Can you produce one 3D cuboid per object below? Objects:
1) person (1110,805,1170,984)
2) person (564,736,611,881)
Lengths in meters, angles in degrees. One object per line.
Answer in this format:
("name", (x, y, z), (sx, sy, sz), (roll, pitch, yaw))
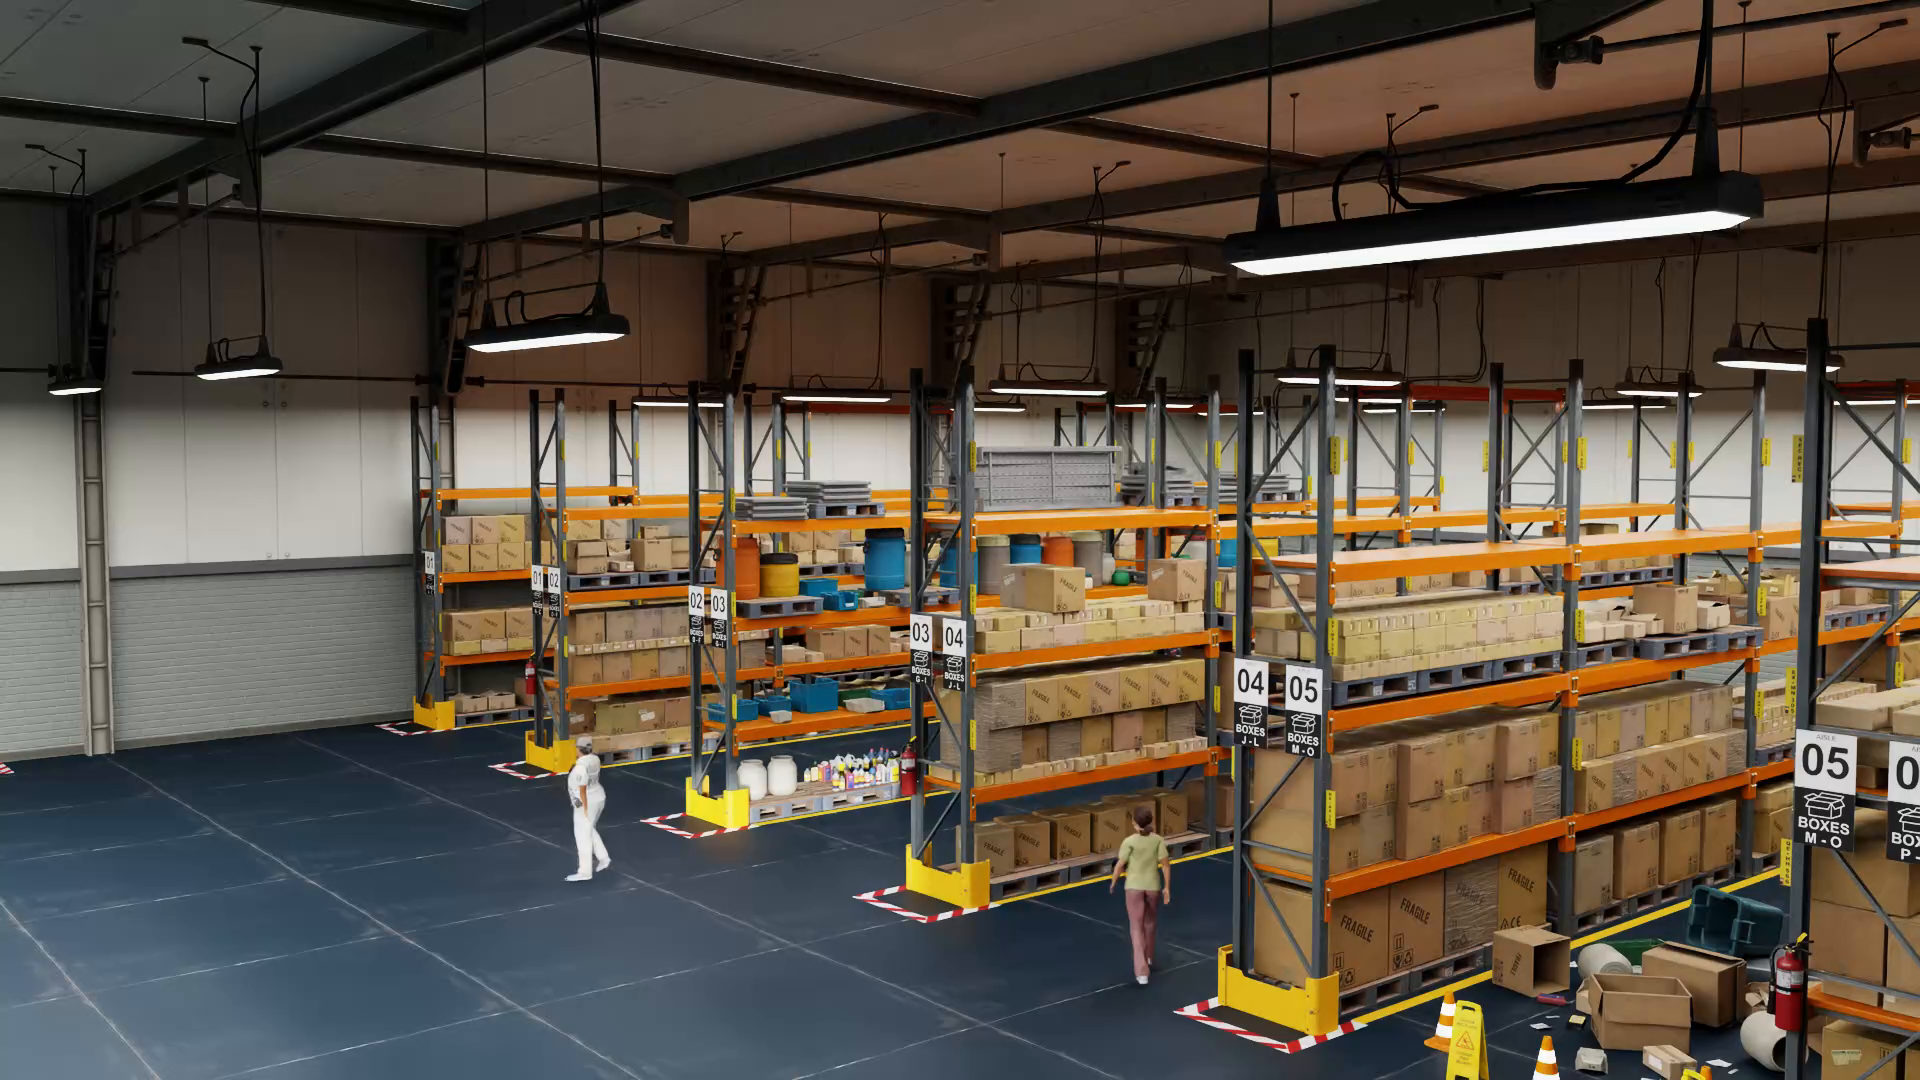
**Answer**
("person", (1.744, 3.386, 16.064), (0.544, 1.654, 0.825), (0, 3, -7))
("person", (-4.418, 3.162, 19.716), (0.427, 1.683, 0.595), (1, 3, 12))
